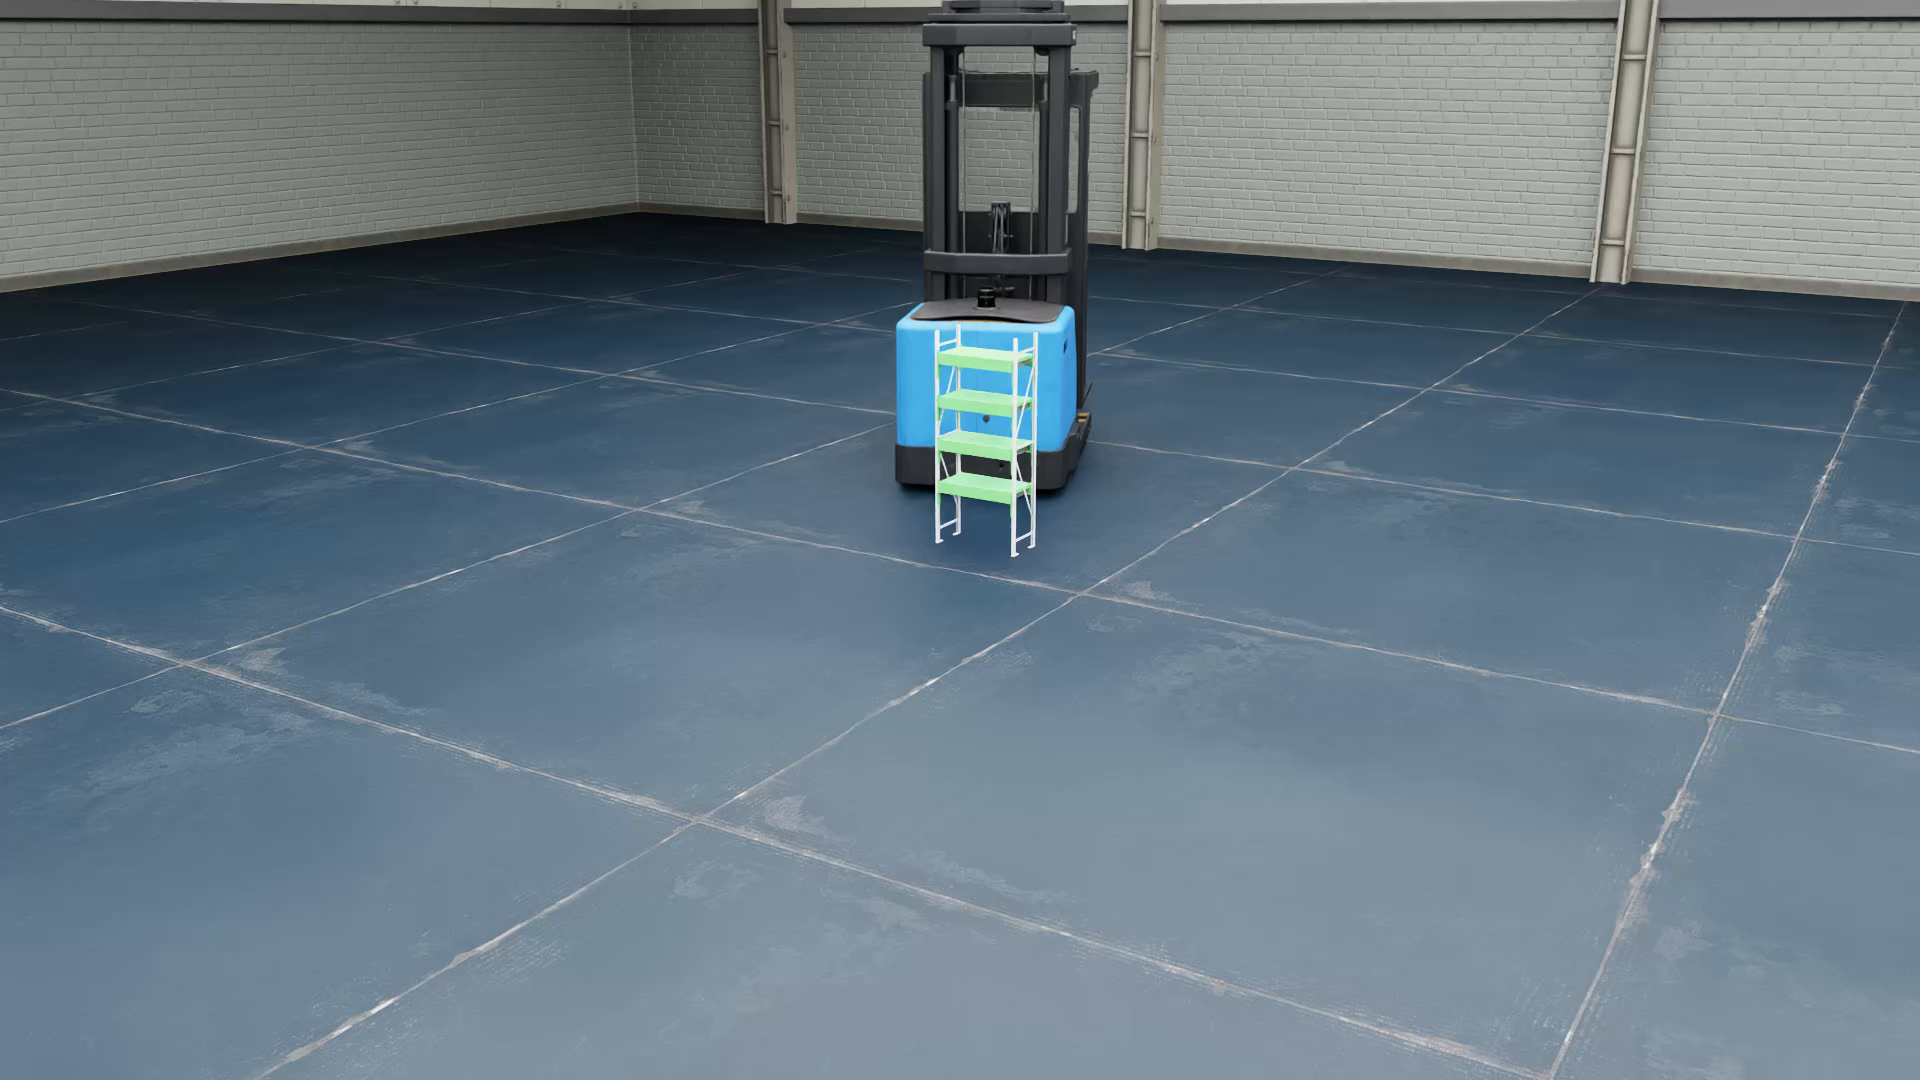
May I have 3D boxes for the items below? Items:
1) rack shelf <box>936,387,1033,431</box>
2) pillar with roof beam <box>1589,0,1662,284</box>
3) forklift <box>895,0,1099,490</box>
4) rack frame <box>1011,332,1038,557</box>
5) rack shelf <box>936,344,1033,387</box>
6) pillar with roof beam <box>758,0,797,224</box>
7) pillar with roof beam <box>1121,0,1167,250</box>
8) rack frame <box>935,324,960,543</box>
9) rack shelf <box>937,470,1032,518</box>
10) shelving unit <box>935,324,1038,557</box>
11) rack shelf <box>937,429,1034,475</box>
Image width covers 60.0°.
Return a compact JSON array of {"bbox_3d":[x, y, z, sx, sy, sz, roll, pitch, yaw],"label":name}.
[{"bbox_3d":[0.141,-0.717,9.073,0.480,0.148,0.258,10,20,30],"label":"rack shelf"},{"bbox_3d":[5.263,-6.229,14.406,0.400,9.000,9.100,10,20,30],"label":"pillar with roof beam"},{"bbox_3d":[0.337,-2.095,11.234,1.130,2.935,3.031,3,17,9],"label":"forklift"},{"bbox_3d":[0.349,-0.512,9.002,0.015,1.200,0.240,10,20,30],"label":"rack frame"},{"bbox_3d":[0.141,-0.947,9.003,0.480,0.148,0.258,10,20,30],"label":"rack shelf"},{"bbox_3d":[-4.963,-8.055,20.415,0.400,9.000,9.100,10,20,30],"label":"pillar with roof beam"},{"bbox_3d":[0.150,-7.142,17.410,0.400,9.000,9.100,10,20,30],"label":"pillar with roof beam"},{"bbox_3d":[-0.067,-0.586,9.246,0.015,1.200,0.240,10,20,30],"label":"rack frame"},{"bbox_3d":[0.141,-0.258,9.212,0.480,0.148,0.258,10,20,30],"label":"rack shelf"},{"bbox_3d":[0.141,-0.549,9.124,0.503,1.200,0.258,10,20,30],"label":"shelving unit"},{"bbox_3d":[0.141,-0.488,9.142,0.480,0.148,0.258,10,20,30],"label":"rack shelf"}]
